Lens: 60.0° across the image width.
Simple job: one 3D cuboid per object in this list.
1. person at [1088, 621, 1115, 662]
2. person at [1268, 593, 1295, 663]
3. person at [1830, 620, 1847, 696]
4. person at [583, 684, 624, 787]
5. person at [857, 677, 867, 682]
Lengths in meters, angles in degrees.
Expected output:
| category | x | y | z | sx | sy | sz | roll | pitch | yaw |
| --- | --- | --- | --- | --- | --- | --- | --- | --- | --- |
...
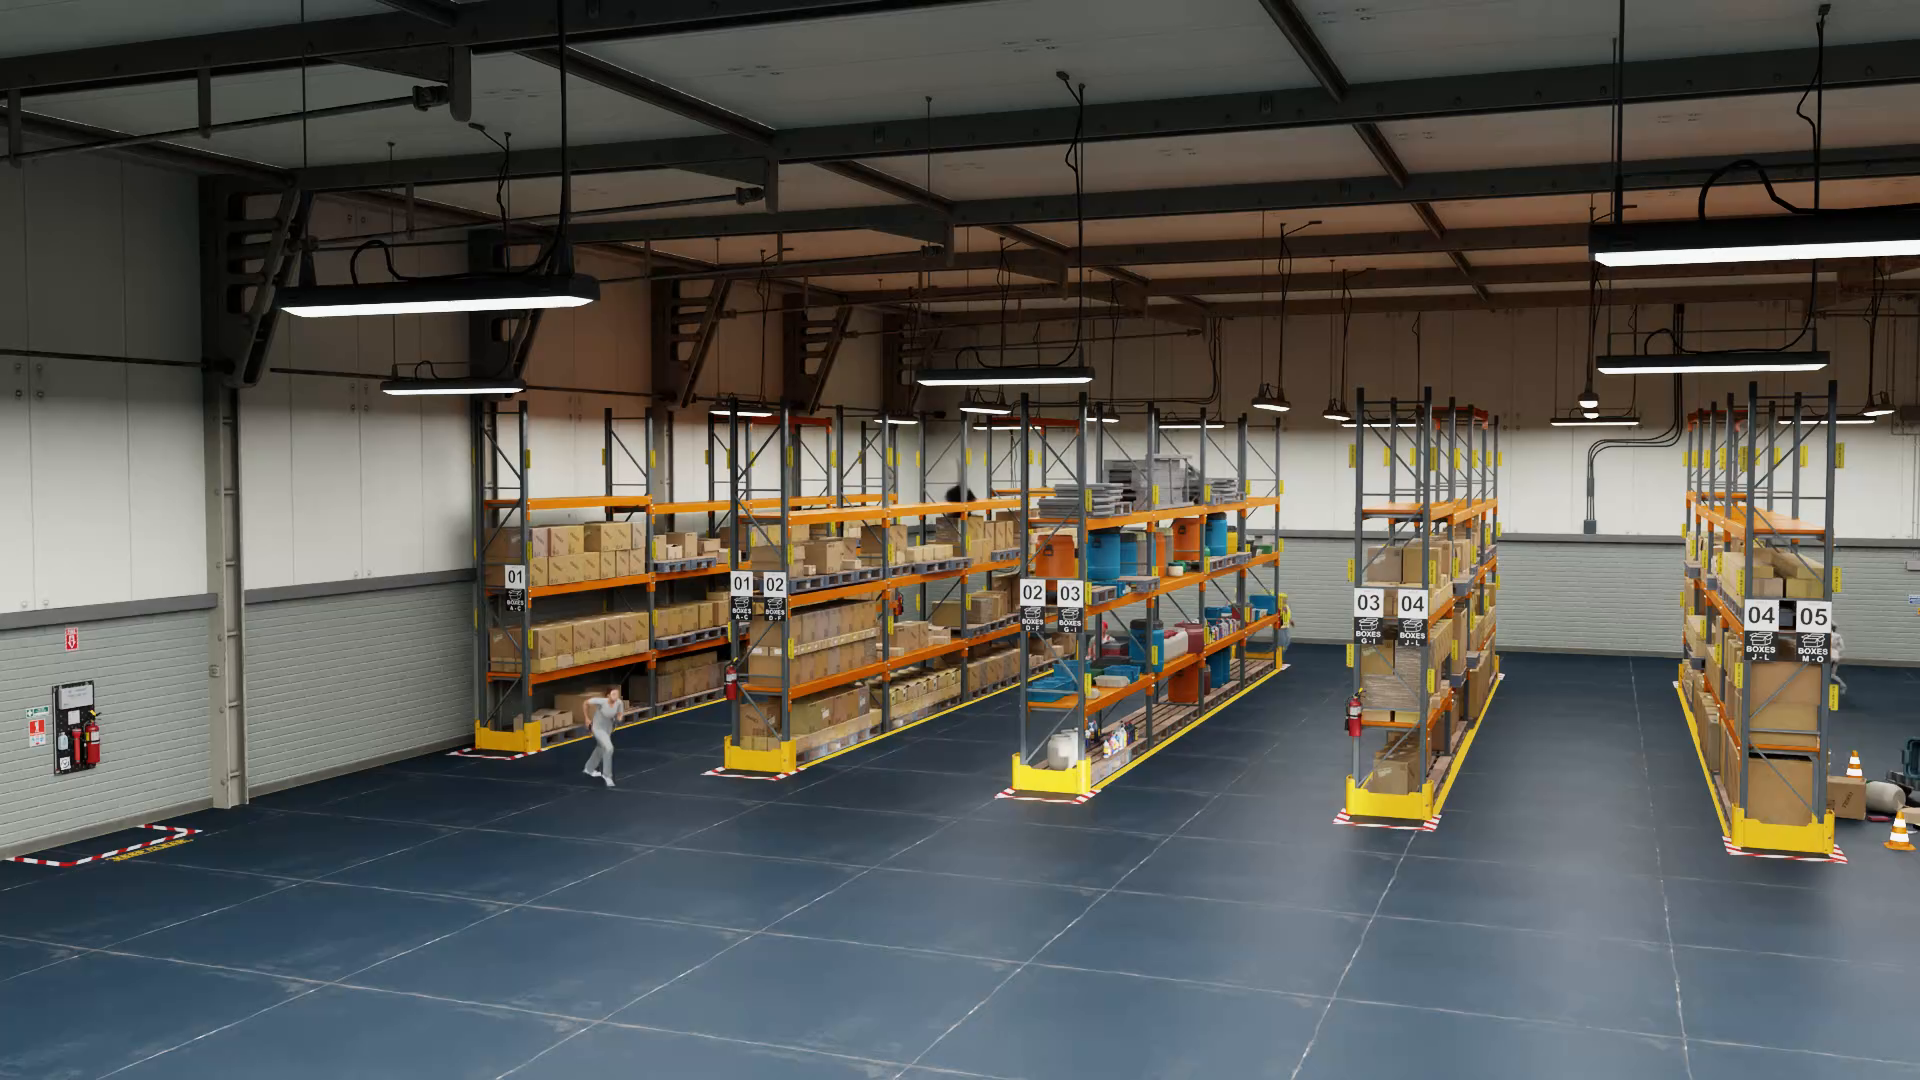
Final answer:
| category | x | y | z | sx | sy | sz | roll | pitch | yaw |
| --- | --- | --- | --- | --- | --- | --- | --- | --- | --- |
| person | 2.826 | 2.505 | 33.345 | 0.639 | 1.742 | 0.610 | 1 | 3 | 19 |
| person | 7.879 | 2.155 | 40.796 | 0.707 | 1.719 | 0.586 | -2 | 4 | -38 |
| person | 18.041 | 2.491 | 34.480 | 0.619 | 1.692 | 0.792 | 0 | 3 | -6 |
| person | -5.536 | 2.995 | 25.586 | 0.604 | 1.612 | 0.957 | -3 | 4 | -44 |
| person | -2.050 | 2.472 | 34.126 | 0.637 | 1.724 | 0.949 | 1 | 3 | 18 |
